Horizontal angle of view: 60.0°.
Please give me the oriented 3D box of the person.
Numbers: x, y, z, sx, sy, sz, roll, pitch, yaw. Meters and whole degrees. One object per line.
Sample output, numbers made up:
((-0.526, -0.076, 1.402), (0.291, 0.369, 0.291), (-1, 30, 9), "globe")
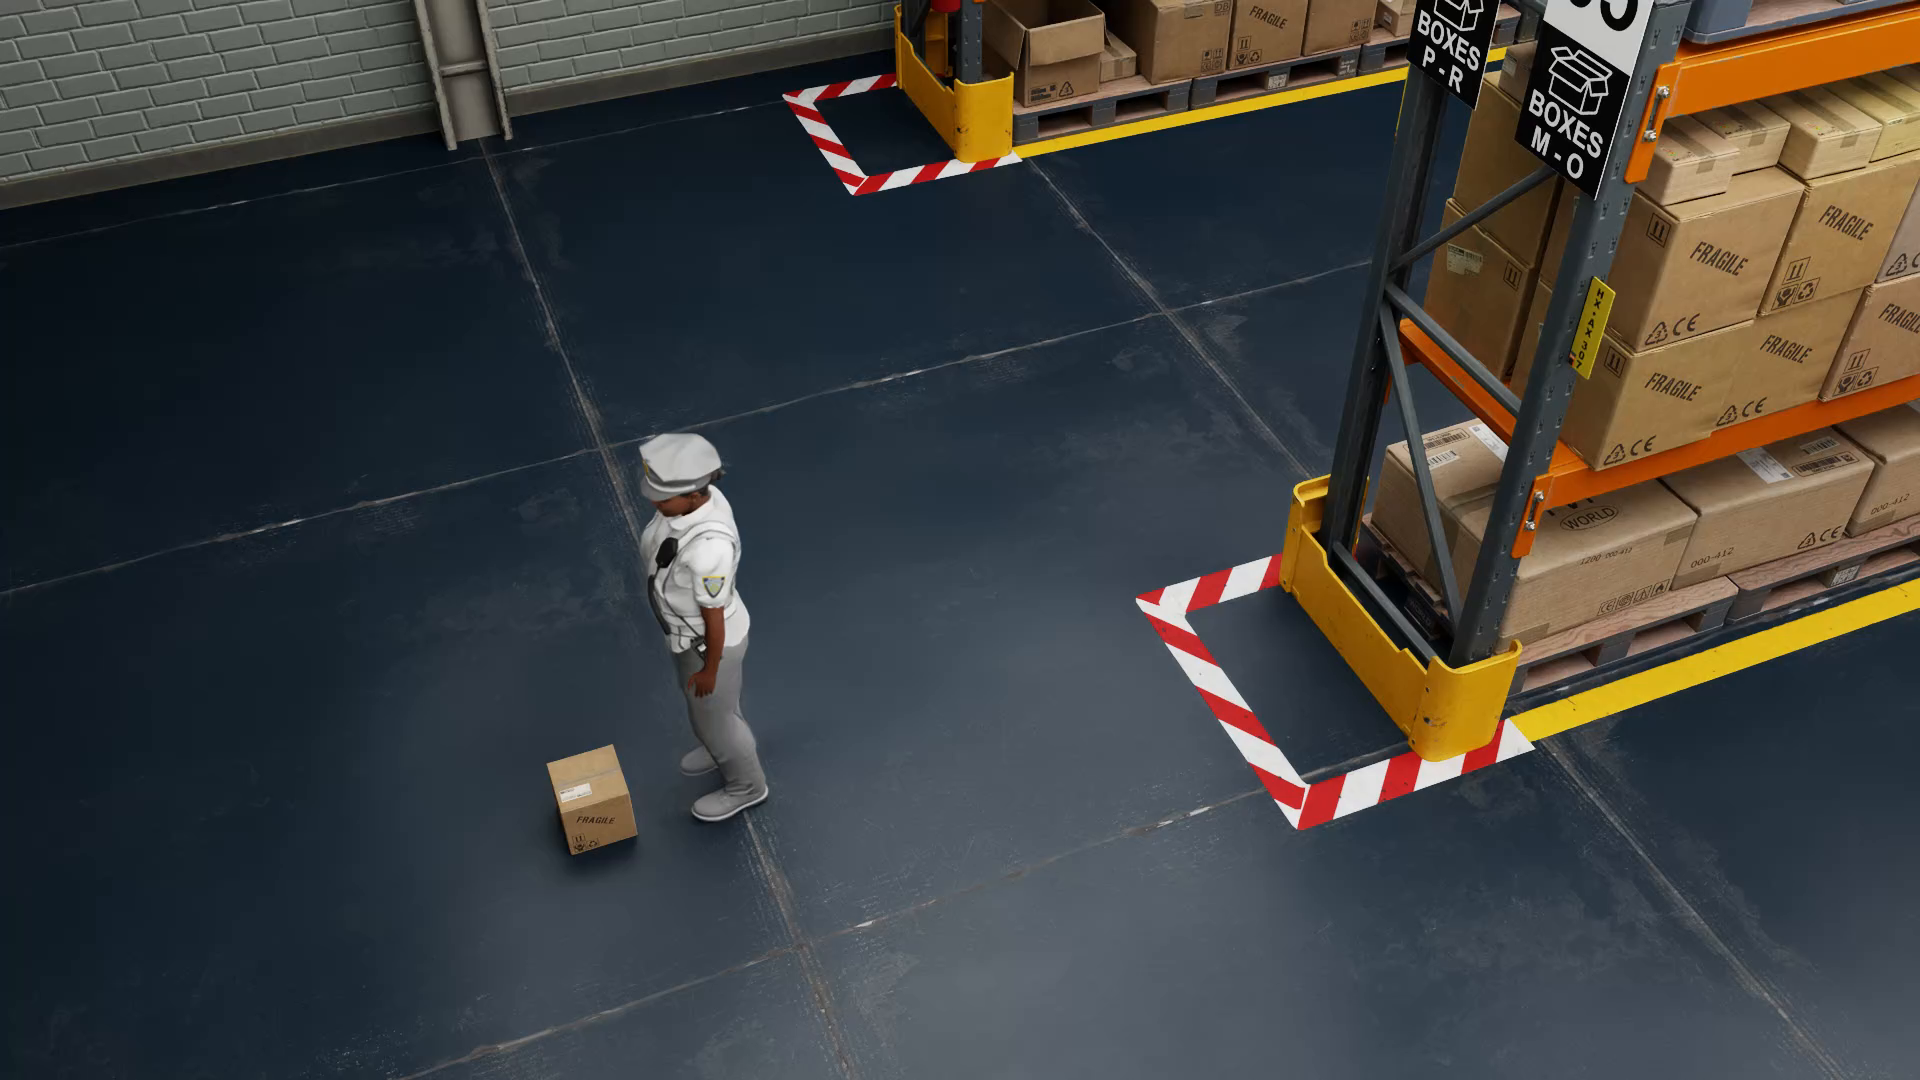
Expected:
((-0.901, 0.332, 5.803), (0.341, 1.669, 0.438), (-15, 44, -16), "person")
